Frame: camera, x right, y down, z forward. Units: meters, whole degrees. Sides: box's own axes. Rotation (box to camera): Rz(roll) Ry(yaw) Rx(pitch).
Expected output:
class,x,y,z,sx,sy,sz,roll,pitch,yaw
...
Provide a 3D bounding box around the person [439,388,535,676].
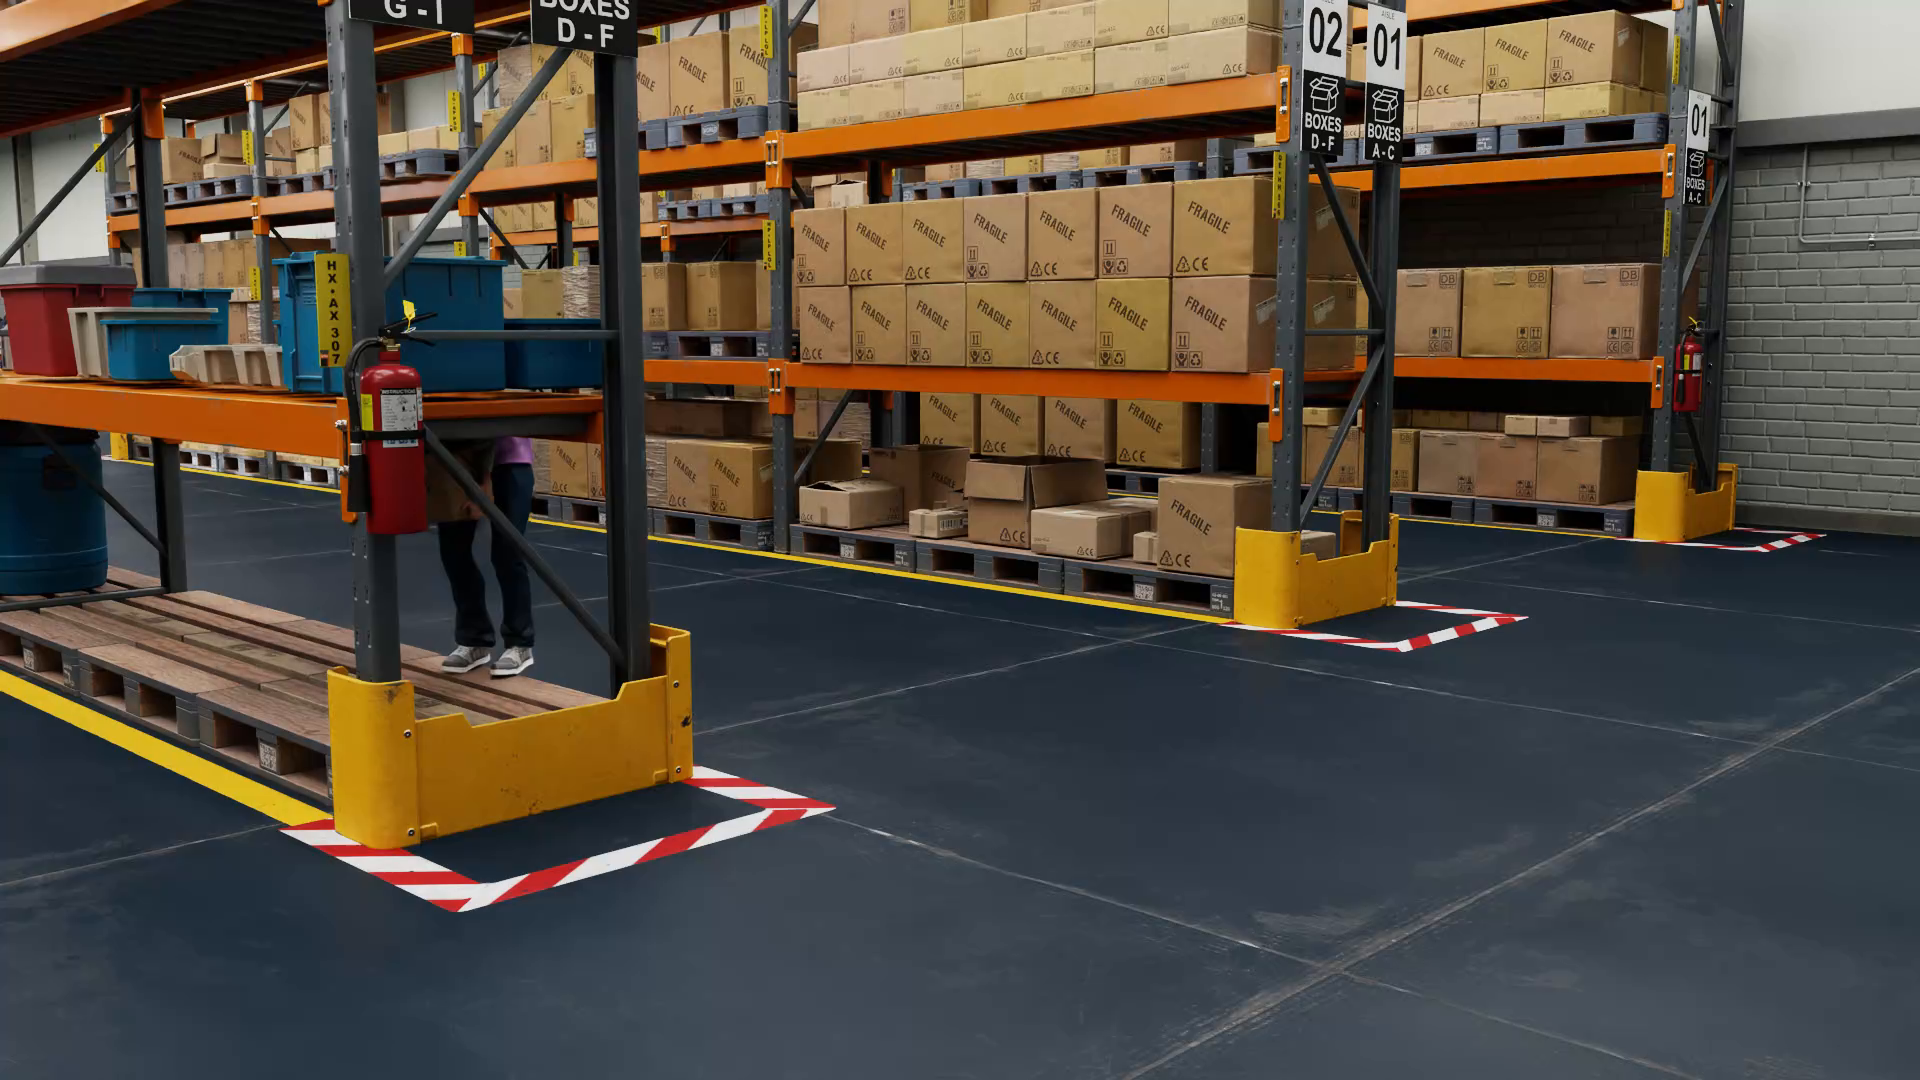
class,x,y,z,sx,sy,sz,roll,pitch,yaw
person,-1.860,-0.199,6.288,0.378,1.460,0.632,2,8,15
